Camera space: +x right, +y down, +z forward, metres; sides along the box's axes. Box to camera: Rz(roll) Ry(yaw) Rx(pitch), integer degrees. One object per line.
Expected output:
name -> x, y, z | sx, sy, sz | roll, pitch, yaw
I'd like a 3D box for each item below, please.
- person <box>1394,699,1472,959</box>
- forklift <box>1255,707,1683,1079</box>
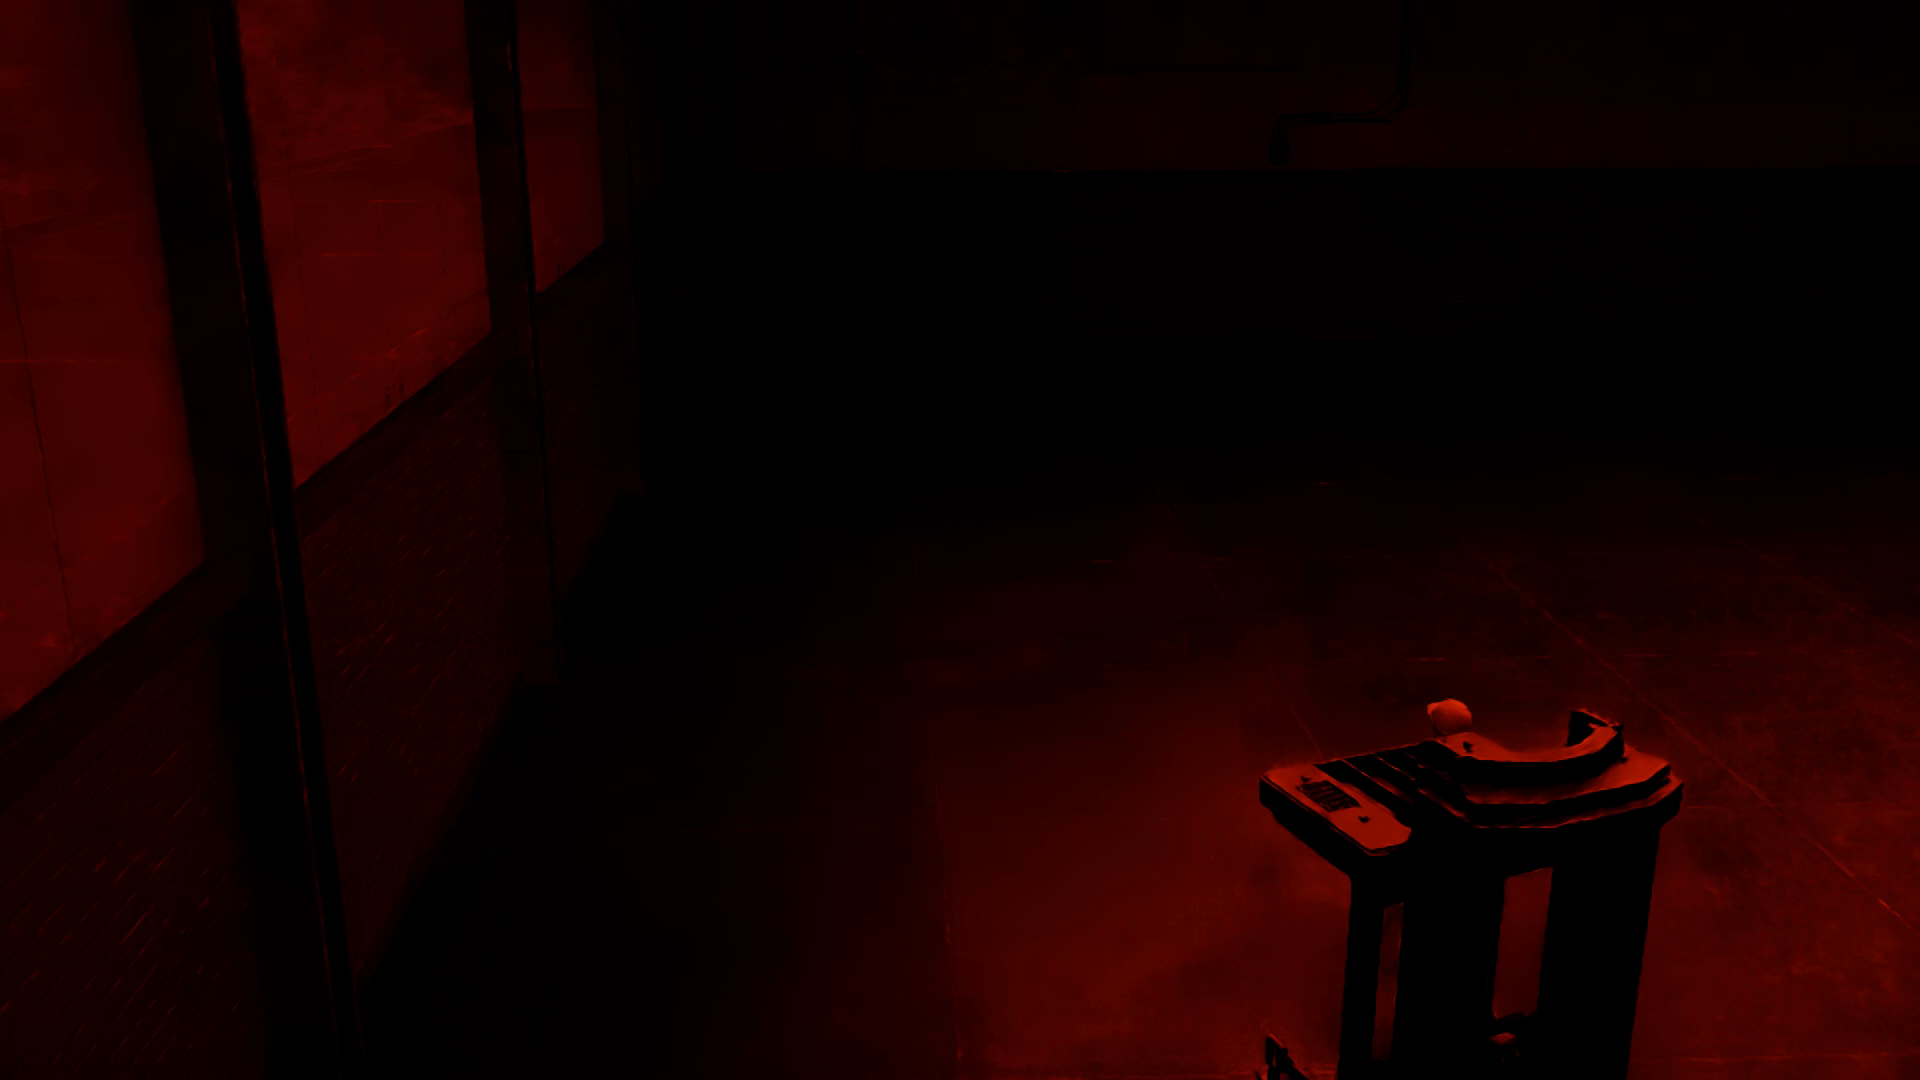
person -> 0.628, -1.854, 6.907 | 0.655, 1.782, 0.577 | -3, 17, -11
forklift -> -0.268, -1.573, 4.050 | 1.130, 2.935, 3.031 | -7, 18, -22
